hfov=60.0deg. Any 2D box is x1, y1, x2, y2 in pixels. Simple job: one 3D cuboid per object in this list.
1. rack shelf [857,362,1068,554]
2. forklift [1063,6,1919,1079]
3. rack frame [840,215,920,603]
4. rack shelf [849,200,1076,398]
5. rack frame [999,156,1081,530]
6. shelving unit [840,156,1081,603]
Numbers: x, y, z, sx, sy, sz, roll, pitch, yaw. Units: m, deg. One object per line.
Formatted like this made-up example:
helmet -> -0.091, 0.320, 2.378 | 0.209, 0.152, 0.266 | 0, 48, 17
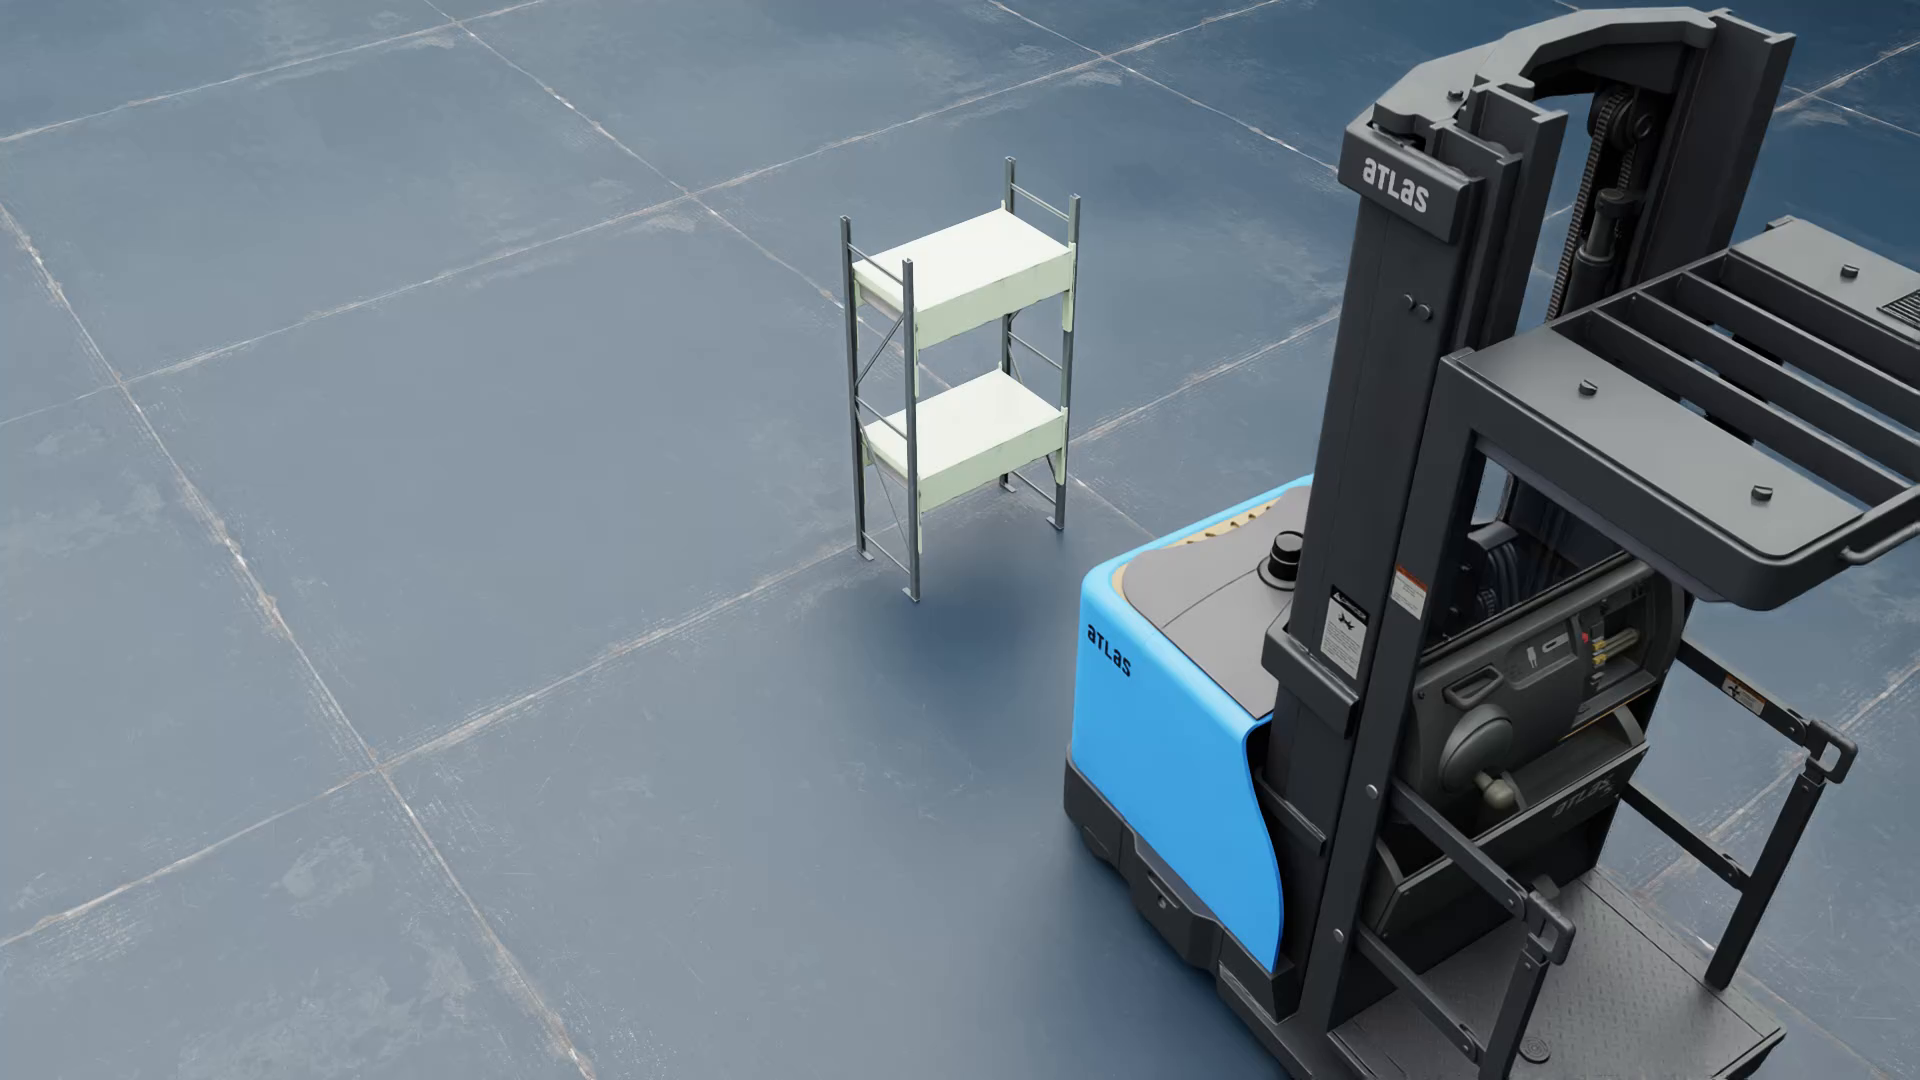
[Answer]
rack shelf -> 0.005, -0.330, 6.484 | 0.720, 0.370, 0.431 | -26, 46, -28
forklift -> 1.563, 0.414, 3.935 | 1.130, 2.935, 3.031 | -22, 44, -25
rack frame -> -0.285, -0.441, 6.105 | 0.023, 1.500, 0.400 | -26, 46, -28
rack shelf -> 0.005, -0.884, 6.030 | 0.720, 0.370, 0.431 | -26, 46, -28
rack frame -> 0.295, -0.724, 6.450 | 0.023, 1.500, 0.400 | -26, 46, -28
shelving unit -> 0.005, -0.582, 6.277 | 0.755, 1.500, 0.431 | -26, 46, -28
